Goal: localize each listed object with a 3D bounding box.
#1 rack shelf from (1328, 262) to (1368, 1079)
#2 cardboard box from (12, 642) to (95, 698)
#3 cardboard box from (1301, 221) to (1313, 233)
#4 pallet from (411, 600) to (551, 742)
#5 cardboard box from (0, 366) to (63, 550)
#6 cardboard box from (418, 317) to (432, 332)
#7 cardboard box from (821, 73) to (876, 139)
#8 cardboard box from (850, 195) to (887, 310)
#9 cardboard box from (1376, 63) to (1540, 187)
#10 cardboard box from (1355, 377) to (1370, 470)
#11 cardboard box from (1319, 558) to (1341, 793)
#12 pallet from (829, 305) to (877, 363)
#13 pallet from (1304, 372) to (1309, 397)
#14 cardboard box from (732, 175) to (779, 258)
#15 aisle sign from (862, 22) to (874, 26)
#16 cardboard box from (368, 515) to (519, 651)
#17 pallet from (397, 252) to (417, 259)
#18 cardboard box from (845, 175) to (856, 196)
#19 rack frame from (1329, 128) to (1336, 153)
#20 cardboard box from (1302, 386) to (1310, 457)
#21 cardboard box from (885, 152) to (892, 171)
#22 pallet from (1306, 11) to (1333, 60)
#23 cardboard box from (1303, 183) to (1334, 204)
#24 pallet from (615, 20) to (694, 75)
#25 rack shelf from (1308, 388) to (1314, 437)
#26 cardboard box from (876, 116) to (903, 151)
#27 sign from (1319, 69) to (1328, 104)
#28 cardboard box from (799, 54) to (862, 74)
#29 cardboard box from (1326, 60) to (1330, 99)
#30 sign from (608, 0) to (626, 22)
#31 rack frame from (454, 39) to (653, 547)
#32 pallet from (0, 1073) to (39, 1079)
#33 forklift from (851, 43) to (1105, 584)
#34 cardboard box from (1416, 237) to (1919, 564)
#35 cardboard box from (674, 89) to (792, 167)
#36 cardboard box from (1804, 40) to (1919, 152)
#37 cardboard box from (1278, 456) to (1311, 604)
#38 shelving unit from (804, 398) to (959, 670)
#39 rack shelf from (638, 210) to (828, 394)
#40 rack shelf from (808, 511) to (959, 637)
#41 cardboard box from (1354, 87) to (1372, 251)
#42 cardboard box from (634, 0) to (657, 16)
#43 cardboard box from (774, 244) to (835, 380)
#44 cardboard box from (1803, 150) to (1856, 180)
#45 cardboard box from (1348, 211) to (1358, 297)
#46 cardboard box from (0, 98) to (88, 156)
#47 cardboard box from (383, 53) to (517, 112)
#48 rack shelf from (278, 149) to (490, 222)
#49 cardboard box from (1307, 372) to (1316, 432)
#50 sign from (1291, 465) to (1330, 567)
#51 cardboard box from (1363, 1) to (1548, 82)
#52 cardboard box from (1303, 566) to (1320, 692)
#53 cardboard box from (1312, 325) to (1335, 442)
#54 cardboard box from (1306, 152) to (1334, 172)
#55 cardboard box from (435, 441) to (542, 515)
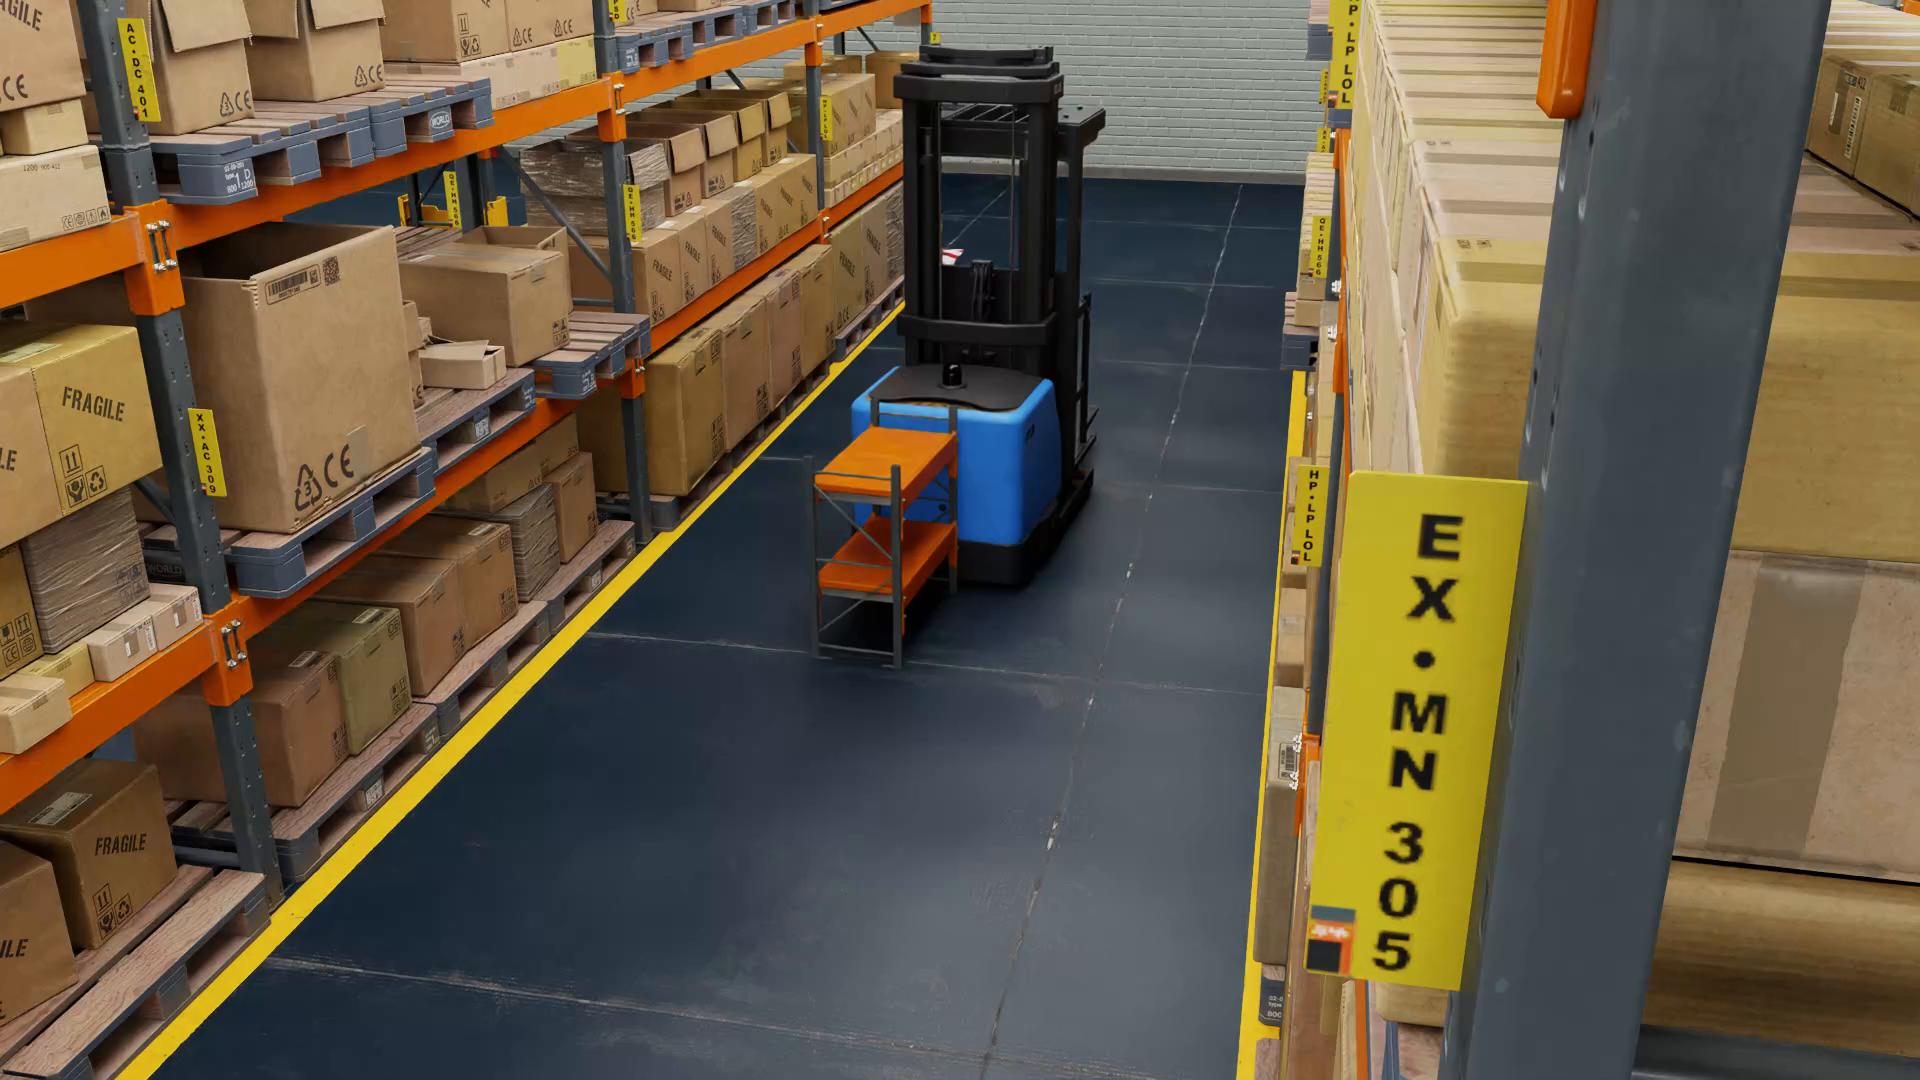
[{"bbox_3d":[1.197,0.140,2.939,1.077,0.370,4.000,4,22,11],"label":"rack shelf"},{"bbox_3d":[-3.156,0.446,5.567,0.380,0.149,0.250,4,22,11],"label":"cardboard box"},{"bbox_3d":[2.179,-1.753,9.668,0.380,0.149,0.250,5,23,13],"label":"cardboard box"},{"bbox_3d":[-2.826,0.612,8.551,1.003,0.211,1.213,4,22,11],"label":"pallet"},{"bbox_3d":[-3.153,-0.229,5.035,0.500,0.500,0.500,4,22,11],"label":"cardboard box"},{"bbox_3d":[-2.981,-0.942,8.315,0.500,0.250,0.500,4,22,9],"label":"cardboard box"},{"bbox_3d":[-1.040,-3.817,14.614,0.500,0.500,0.500,4,22,9],"label":"cardboard box"},{"bbox_3d":[-1.201,-2.648,15.196,0.875,0.875,0.875,4,22,11],"label":"cardboard box"},{"bbox_3d":[0.785,-0.571,2.314,0.380,0.149,0.250,4,22,10],"label":"cardboard box"},{"bbox_3d":[0.732,-0.107,2.229,0.380,0.149,0.250,4,22,10],"label":"cardboard box"},{"bbox_3d":[1.253,0.425,3.637,0.875,0.550,0.550,4,22,11],"label":"cardboard box"},{"bbox_3d":[-1.366,-1.853,14.673,1.003,0.211,1.213,4,22,11],"label":"pallet"},{"bbox_3d":[3.340,-1.414,13.583,1.003,0.211,1.213,4,22,11],"label":"pallet"},{"bbox_3d":[-1.633,-2.357,12.057,0.500,0.500,0.500,4,22,10],"label":"cardboard box"},{"bbox_3d":[-1.061,-5.593,16.745,0.394,0.787,0.004,4,22,11],"label":"aisle sign"},{"bbox_3d":[-2.741,0.202,8.594,0.700,0.500,0.500,6,23,15],"label":"cardboard box"},{"bbox_3d":[-6.088,-2.678,16.721,1.003,0.211,1.213,4,22,11],"label":"pallet"},{"bbox_3d":[-1.105,-3.033,14.207,0.380,0.149,0.250,5,23,13],"label":"cardboard box"},{"bbox_3d":[3.237,-2.460,12.446,1.000,3.000,0.127,4,22,11],"label":"rack frame"},{"bbox_3d":[2.501,-0.677,10.803,0.500,0.500,0.500,3,22,9],"label":"cardboard box"},{"bbox_3d":[-0.844,-3.507,15.382,0.380,0.149,0.250,5,22,12],"label":"cardboard box"},{"bbox_3d":[2.798,-3.167,10.437,1.213,0.211,1.003,4,22,11],"label":"pallet"},{"bbox_3d":[2.444,-2.232,10.858,0.380,0.149,0.250,5,23,13],"label":"cardboard box"},{"bbox_3d":[-2.335,-2.955,9.913,1.213,0.211,1.003,6,23,13],"label":"pallet"},{"bbox_3d":[2.829,-1.394,10.764,1.077,0.370,4.000,4,22,11],"label":"rack shelf"},{"bbox_3d":[-0.828,-3.837,15.668,0.500,0.250,0.500,4,22,9],"label":"cardboard box"},{"bbox_3d":[3.522,-4.365,16.019,0.100,0.325,0.005,4,22,11],"label":"sign"},{"bbox_3d":[-1.246,-4.416,16.102,0.500,0.500,0.500,4,22,10],"label":"cardboard box"},{"bbox_3d":[3.477,-4.053,14.532,0.500,0.500,0.500,4,22,10],"label":"cardboard box"},{"bbox_3d":[-1.883,-3.001,9.082,0.100,0.325,0.005,4,22,11],"label":"sign"},{"bbox_3d":[-2.414,-1.412,9.844,1.000,3.000,0.127,4,22,11],"label":"rack frame"},{"bbox_3d":[-3.579,2.040,5.005,1.003,0.211,1.213,4,22,11],"label":"pallet"},{"bbox_3d":[0.265,-1.627,10.470,1.130,2.935,3.031,6,23,15],"label":"forklift"},{"bbox_3d":[0.525,-0.106,1.159,0.380,0.149,0.250,5,22,11],"label":"cardboard box"},{"bbox_3d":[-1.720,-3.152,12.688,0.797,0.503,0.637,4,22,10],"label":"cardboard box"},{"bbox_3d":[1.533,-0.706,2.650,0.380,0.149,0.250,5,22,12],"label":"cardboard box"},{"bbox_3d":[2.209,0.068,8.619,1.050,0.750,0.750,4,22,10],"label":"cardboard box"},{"bbox_3d":[-0.399,-0.057,8.990,0.538,1.125,1.048,6,23,15],"label":"shelving unit"},{"bbox_3d":[-2.006,-1.810,11.794,1.077,0.370,4.000,4,22,11],"label":"rack shelf"},{"bbox_3d":[-0.399,0.169,9.082,0.538,0.278,1.000,6,23,15],"label":"rack shelf"},{"bbox_3d":[1.027,-0.708,3.188,0.500,0.250,0.500,4,22,10],"label":"cardboard box"},{"bbox_3d":[-2.270,-3.595,10.554,0.500,0.500,0.500,6,23,14],"label":"cardboard box"},{"bbox_3d":[-1.709,-1.848,13.210,1.225,0.875,0.875,5,22,11],"label":"cardboard box"},{"bbox_3d":[1.446,-0.483,2.628,0.500,0.250,0.500,4,22,11],"label":"cardboard box"},{"bbox_3d":[0.992,-0.570,3.380,0.380,0.149,0.250,4,22,10],"label":"cardboard box"},{"bbox_3d":[-3.014,-1.315,5.255,0.380,0.149,0.250,5,23,13],"label":"cardboard box"},{"bbox_3d":[-2.464,-2.175,7.925,0.500,0.250,0.500,5,22,12],"label":"cardboard box"},{"bbox_3d":[-6.038,-3.650,16.364,1.077,0.370,4.000,4,22,11],"label":"rack shelf"},{"bbox_3d":[2.396,-0.835,10.193,0.500,0.250,0.500,5,22,12],"label":"cardboard box"},{"bbox_3d":[1.072,-0.072,5.073,0.100,0.325,0.005,4,22,11],"label":"sign"},{"bbox_3d":[1.043,-1.034,3.463,0.380,0.149,0.250,4,22,10],"label":"cardboard box"},{"bbox_3d":[1.449,0.209,5.687,0.500,0.500,0.500,4,22,11],"label":"cardboard box"},{"bbox_3d":[1.964,-0.713,7.976,0.500,0.500,0.500,4,22,10],"label":"cardboard box"},{"bbox_3d":[2.706,-2.705,12.032,0.380,0.149,0.250,6,23,14],"label":"cardboard box"},{"bbox_3d":[-2.620,-0.362,8.991,0.500,0.250,0.500,7,23,17],"label":"cardboard box"}]
